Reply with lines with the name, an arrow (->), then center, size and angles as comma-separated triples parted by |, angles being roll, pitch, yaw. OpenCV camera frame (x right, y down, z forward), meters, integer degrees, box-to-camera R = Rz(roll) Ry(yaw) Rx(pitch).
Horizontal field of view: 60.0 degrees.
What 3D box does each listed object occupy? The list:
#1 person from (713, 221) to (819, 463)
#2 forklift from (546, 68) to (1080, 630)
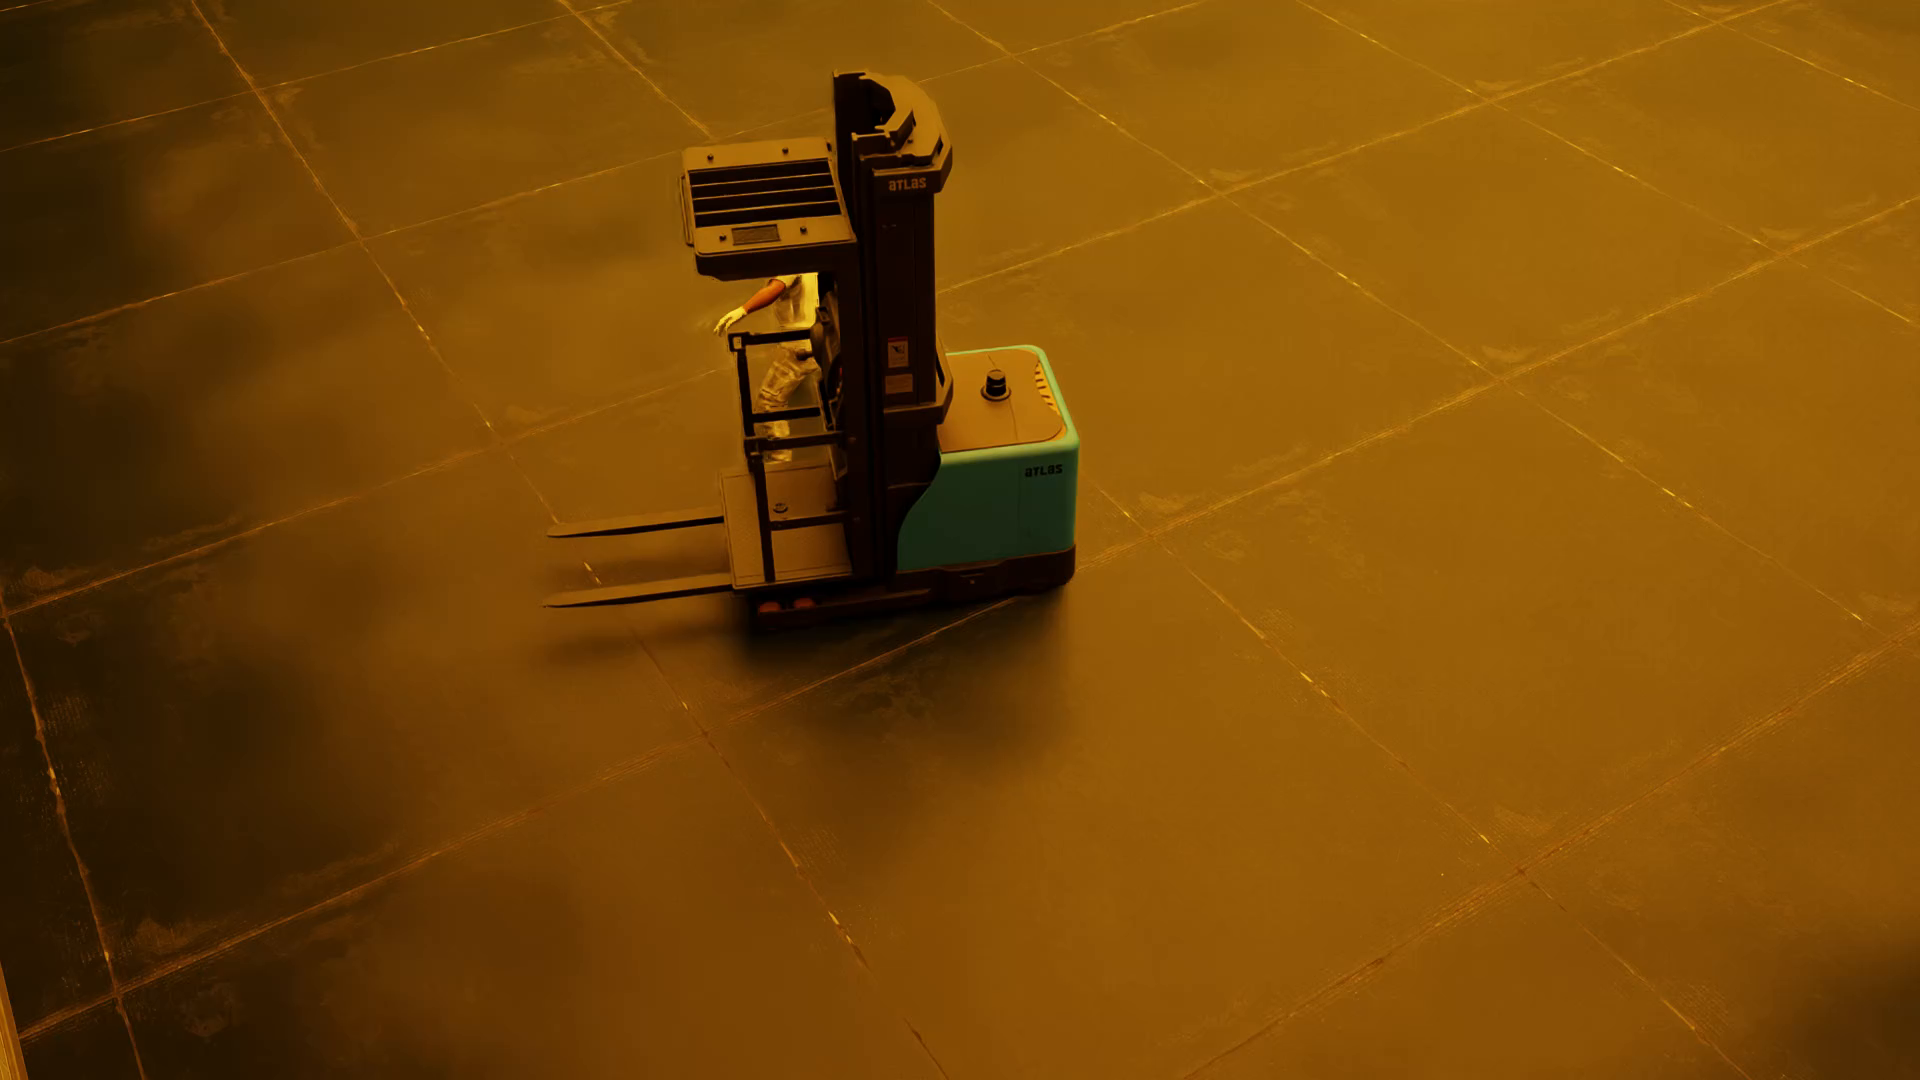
person -> -1.167, -1.276, 10.485 | 0.797, 1.454, 1.314 | 17, 44, 19
forklift -> -0.894, -0.967, 8.977 | 3.031, 2.935, 1.130 | -7, 42, -8
